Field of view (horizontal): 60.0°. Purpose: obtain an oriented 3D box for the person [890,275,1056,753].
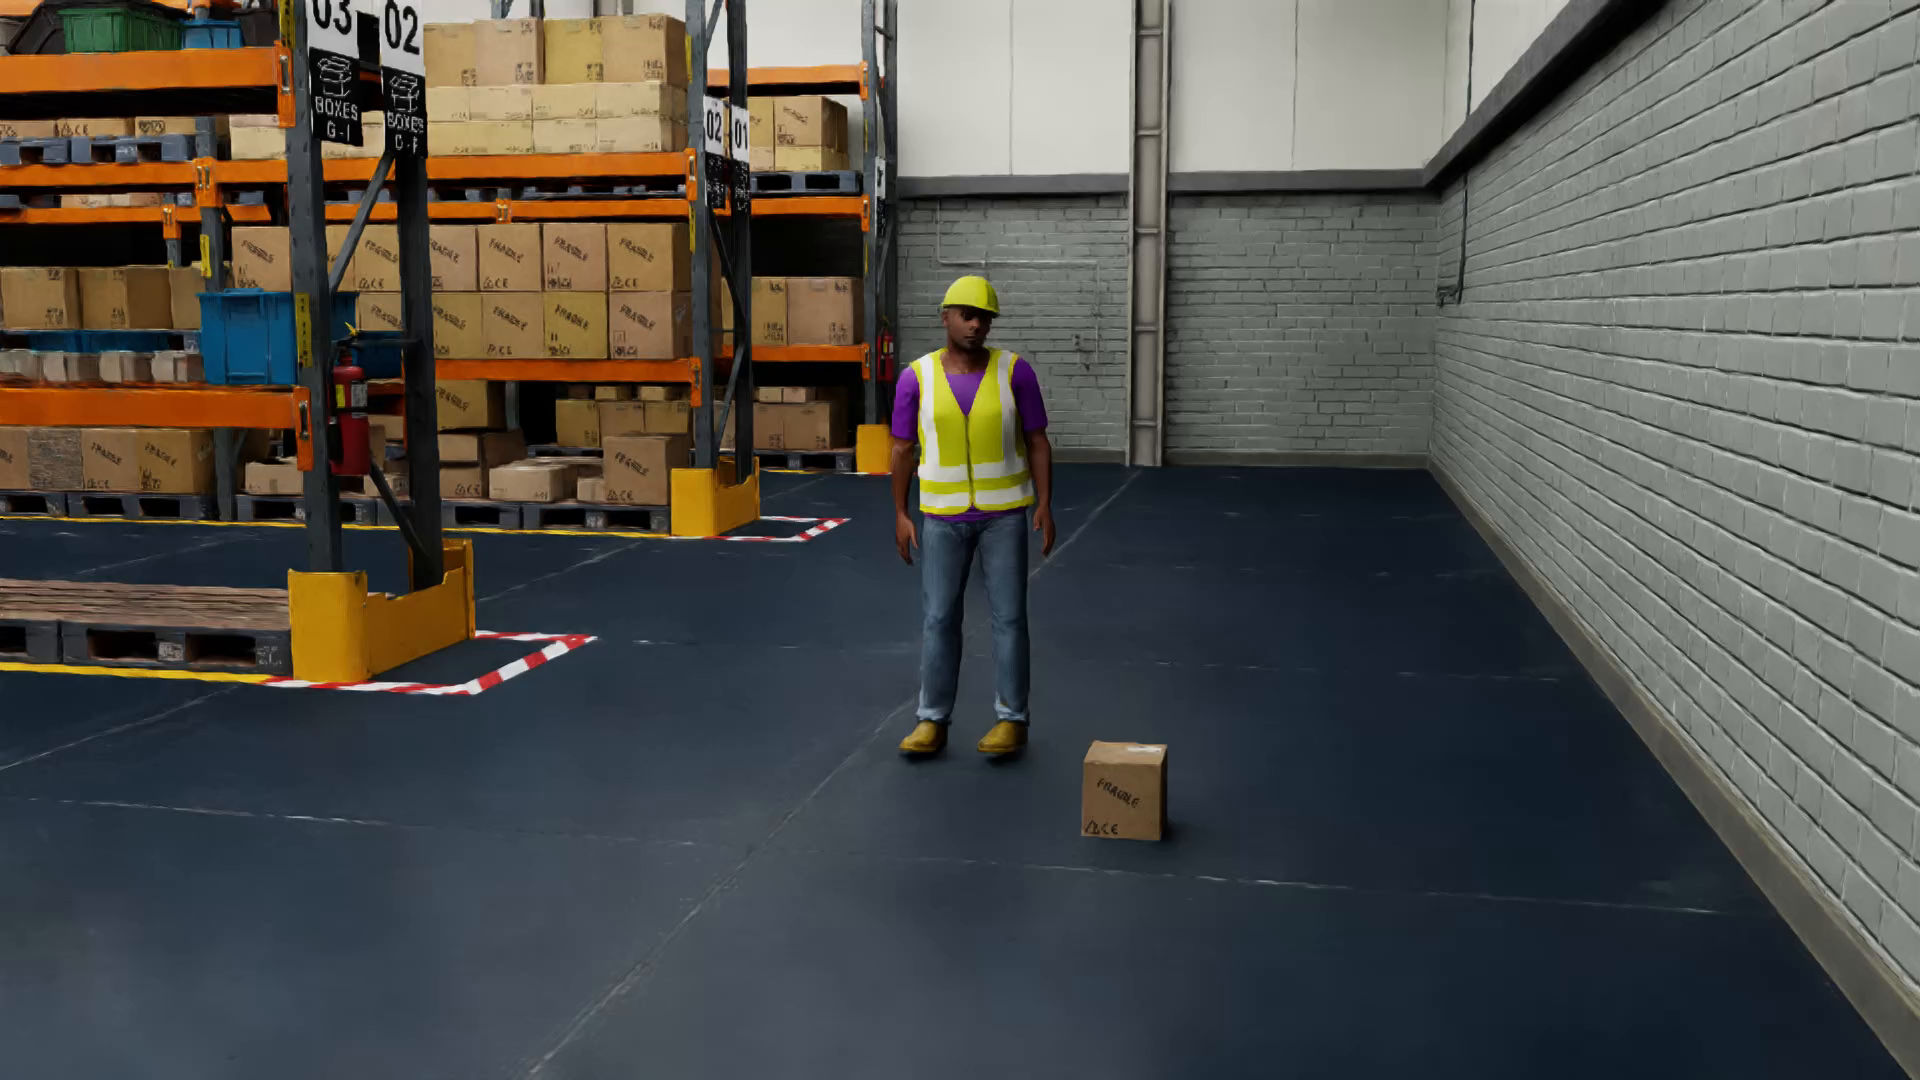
[{"bbox_3d":[0.046,-0.089,6.187,0.625,1.772,0.381,1,8,5],"label":"person"}]
